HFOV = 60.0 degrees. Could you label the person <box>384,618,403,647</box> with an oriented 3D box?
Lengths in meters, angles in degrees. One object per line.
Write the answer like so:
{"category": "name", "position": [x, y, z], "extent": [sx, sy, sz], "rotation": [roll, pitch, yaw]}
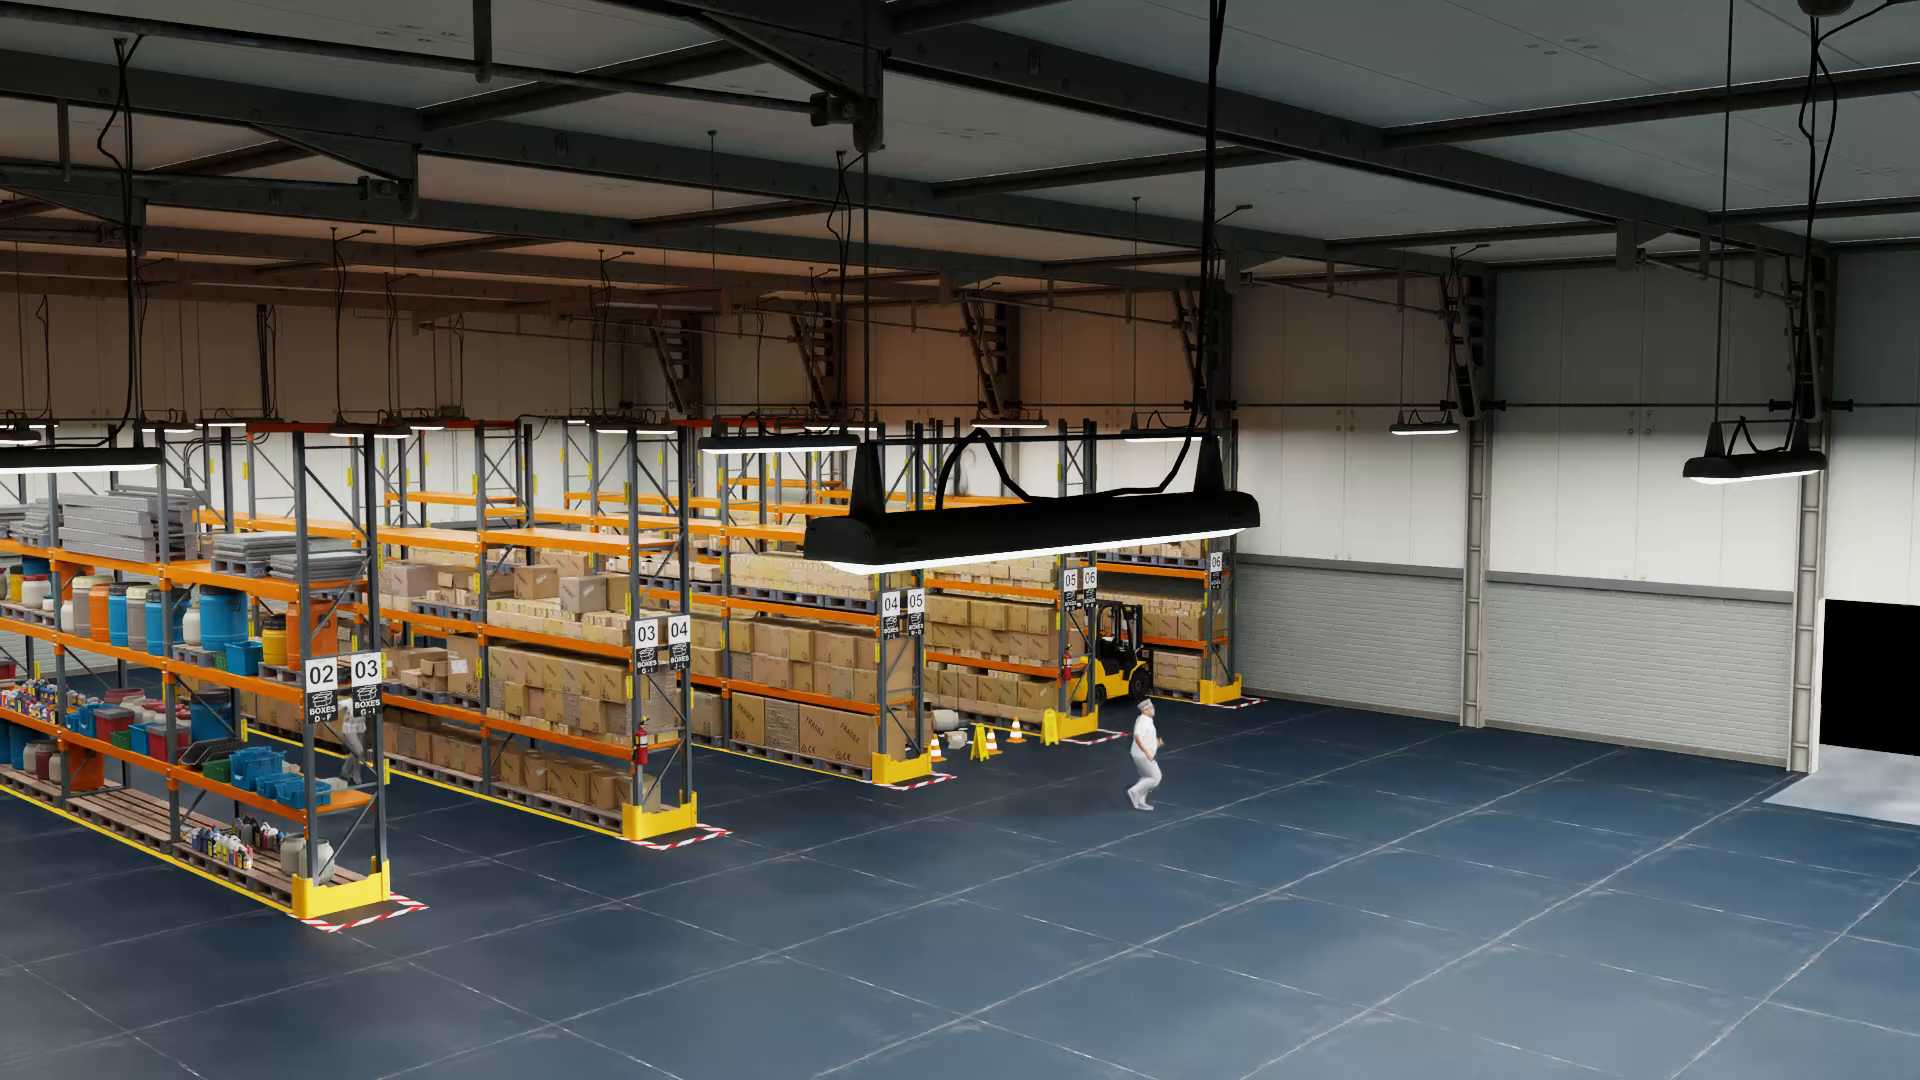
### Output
{"category": "person", "position": [-13.512, 2.268, 39.576], "extent": [0.691, 1.669, 0.586], "rotation": [4, 6, 43]}

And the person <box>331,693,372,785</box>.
{"category": "person", "position": [-10.109, 3.229, 27.723], "extent": [0.798, 1.695, 0.602], "rotation": [4, 6, 41]}

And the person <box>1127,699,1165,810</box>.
{"category": "person", "position": [2.904, 3.345, 25.972], "extent": [0.629, 1.748, 0.649], "rotation": [0, 5, -3]}
